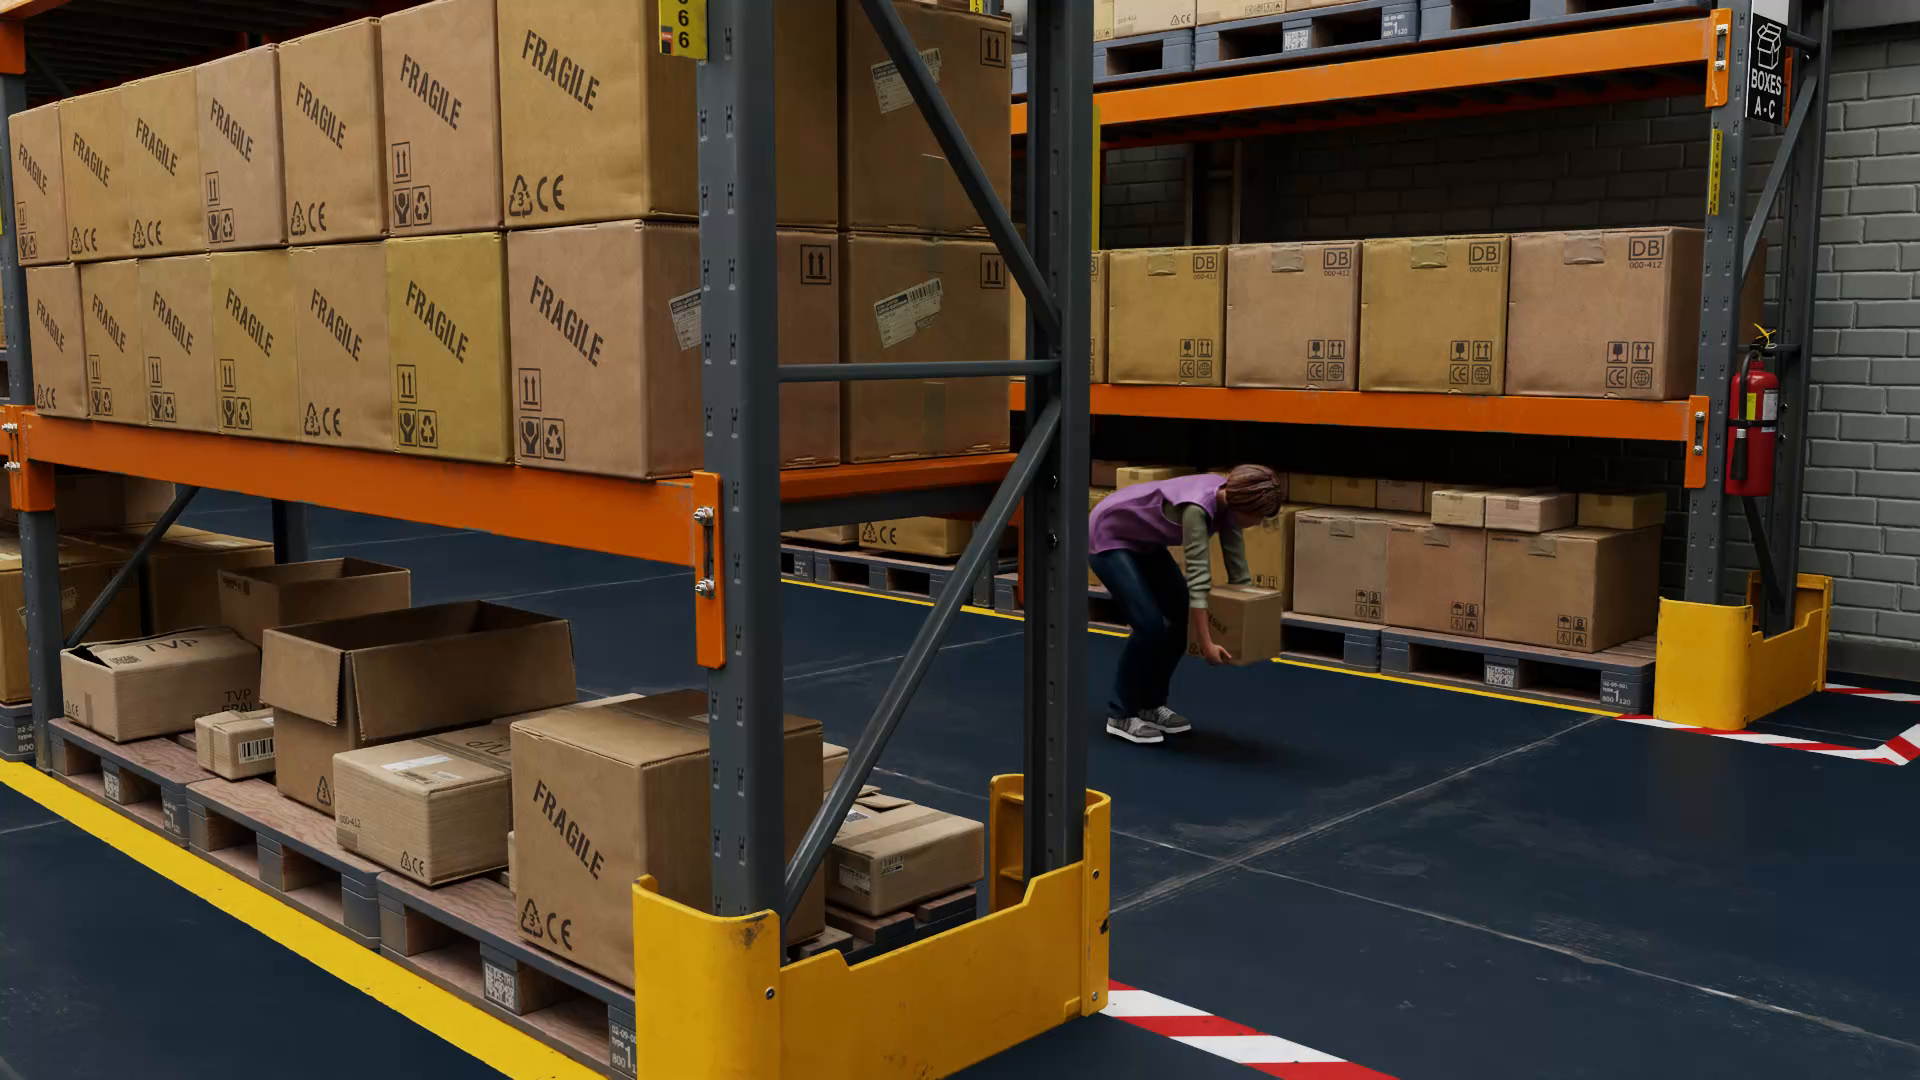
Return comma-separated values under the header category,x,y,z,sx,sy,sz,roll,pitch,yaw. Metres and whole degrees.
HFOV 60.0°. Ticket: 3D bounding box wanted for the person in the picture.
category,x,y,z,sx,sy,sz,roll,pitch,yaw
person,0.852,0.242,6.403,0.846,1.094,0.402,6,10,41
